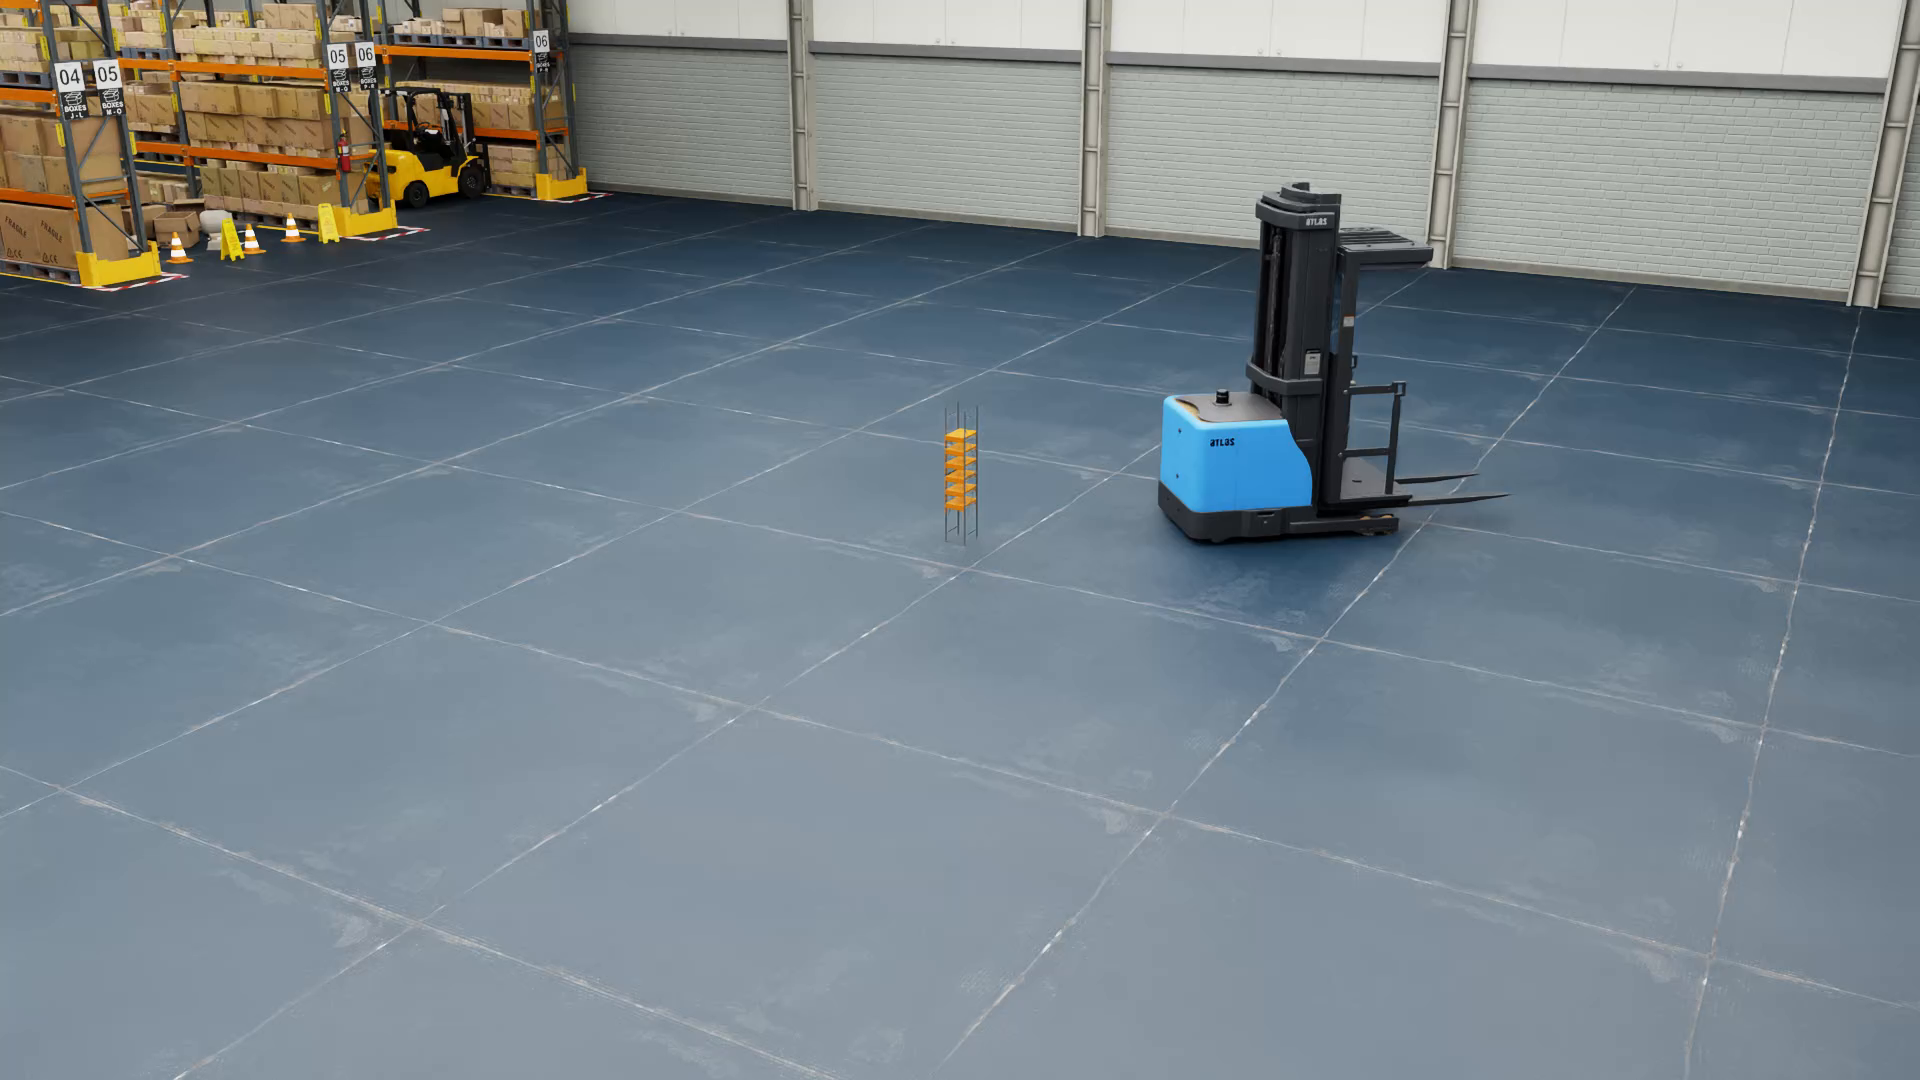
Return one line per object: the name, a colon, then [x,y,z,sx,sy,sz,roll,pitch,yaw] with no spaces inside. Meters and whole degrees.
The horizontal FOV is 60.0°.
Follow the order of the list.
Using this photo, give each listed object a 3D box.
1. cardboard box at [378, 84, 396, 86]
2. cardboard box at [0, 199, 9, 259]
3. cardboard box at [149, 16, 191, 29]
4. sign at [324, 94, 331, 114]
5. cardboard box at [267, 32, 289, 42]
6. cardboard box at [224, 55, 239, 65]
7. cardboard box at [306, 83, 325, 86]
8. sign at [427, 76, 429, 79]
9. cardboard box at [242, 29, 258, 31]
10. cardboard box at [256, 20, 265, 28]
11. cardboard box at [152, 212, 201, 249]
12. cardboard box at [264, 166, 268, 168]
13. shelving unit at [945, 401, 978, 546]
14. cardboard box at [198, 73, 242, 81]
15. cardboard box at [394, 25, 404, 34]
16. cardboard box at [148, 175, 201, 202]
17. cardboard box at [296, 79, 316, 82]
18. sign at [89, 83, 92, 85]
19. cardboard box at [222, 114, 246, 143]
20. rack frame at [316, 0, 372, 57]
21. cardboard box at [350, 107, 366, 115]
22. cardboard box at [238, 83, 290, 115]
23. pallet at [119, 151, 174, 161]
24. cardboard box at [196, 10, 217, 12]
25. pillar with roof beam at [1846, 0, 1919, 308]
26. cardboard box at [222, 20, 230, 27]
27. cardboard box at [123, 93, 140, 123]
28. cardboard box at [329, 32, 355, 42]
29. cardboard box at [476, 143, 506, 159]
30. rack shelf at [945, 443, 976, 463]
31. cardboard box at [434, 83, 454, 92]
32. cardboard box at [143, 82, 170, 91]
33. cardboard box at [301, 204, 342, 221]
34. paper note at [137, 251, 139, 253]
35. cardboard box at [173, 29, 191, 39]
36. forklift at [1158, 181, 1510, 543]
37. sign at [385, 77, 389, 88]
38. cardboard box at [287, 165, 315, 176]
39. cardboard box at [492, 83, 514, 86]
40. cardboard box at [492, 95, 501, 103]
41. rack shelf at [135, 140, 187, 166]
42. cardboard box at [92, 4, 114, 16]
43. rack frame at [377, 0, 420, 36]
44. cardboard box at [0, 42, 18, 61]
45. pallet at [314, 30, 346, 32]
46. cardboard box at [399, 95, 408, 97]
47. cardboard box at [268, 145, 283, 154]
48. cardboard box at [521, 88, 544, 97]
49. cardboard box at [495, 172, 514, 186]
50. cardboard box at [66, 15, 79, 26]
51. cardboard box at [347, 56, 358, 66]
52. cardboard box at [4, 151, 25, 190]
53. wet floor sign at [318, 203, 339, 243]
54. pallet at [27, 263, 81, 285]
cardboard box: [-12.135,-9.583,35.287,0.250,0.149,0.380,11,23,27]
cardboard box: [-14.946,-4.963,26.147,0.875,0.875,0.875,11,23,28]
cardboard box: [-14.679,-9.597,30.895,0.500,0.250,0.500,10,22,26]
sign: [-10.720,-7.394,28.190,0.005,0.325,0.100,11,23,27]
cardboard box: [-11.716,-8.690,28.724,0.250,0.149,0.380,11,23,27]
cardboard box: [-12.689,-8.455,29.245,0.250,0.149,0.380,10,22,26]
cardboard box: [-13.732,-9.672,35.532,0.250,0.149,0.380,11,23,28]
sign: [-11.237,-9.617,35.092,0.005,0.325,0.100,11,23,27]
cardboard box: [-12.624,-9.039,29.685,0.250,0.149,0.380,10,22,26]
cardboard box: [-14.842,-11.068,35.661,0.250,0.166,0.380,11,23,27]
cardboard box: [-13.200,-5.228,28.041,0.637,0.503,0.797,-4,20,-10]
cardboard box: [-12.386,-6.599,30.475,0.500,0.500,0.500,12,23,30]
shelving unit: [0.013,-0.562,14.154,0.189,1.200,0.258,11,23,27]
cardboard box: [-16.514,-10.135,37.138,0.637,0.503,0.797,10,22,26]
cardboard box: [-11.263,-10.378,33.784,0.250,0.149,0.380,11,23,28]
cardboard box: [-15.013,-6.696,31.663,0.625,0.372,0.950,12,23,31]
cardboard box: [-14.333,-10.020,36.491,0.250,0.149,0.380,11,23,29]
sign: [-17.160,-8.864,32.821,0.005,0.325,0.100,11,23,27]
cardboard box: [-12.794,-7.395,29.771,0.500,0.500,0.500,11,22,27]
rack frame: [-10.432,-9.684,27.864,0.127,3.000,1.000,11,23,27]
cardboard box: [-12.516,-9.024,35.064,0.500,0.250,0.500,11,22,27]
cardboard box: [-12.286,-7.805,29.434,0.500,0.500,0.700,11,22,27]
pallet: [-19.090,-9.141,39.255,1.213,0.211,1.003,11,23,27]
cardboard box: [-16.814,-11.750,37.129,0.250,0.149,0.380,11,23,29]
pillar with roof beam: [10.670,-6.273,18.463,0.400,9.000,9.100,11,23,27]
cardboard box: [-15.859,-11.287,36.318,0.250,0.149,0.380,11,23,28]
cardboard box: [-15.320,-8.091,31.073,0.500,0.500,0.500,12,23,29]
cardboard box: [-10.643,-8.650,28.613,0.250,0.149,0.380,11,22,27]
cardboard box: [-9.463,-7.864,33.597,0.500,0.250,0.500,11,23,28]
rack shelf: [0.013,-0.745,14.087,0.180,0.103,0.258,11,23,27]
cardboard box: [-10.459,-9.193,33.774,0.250,0.149,0.380,10,22,26]
cardboard box: [-15.161,-8.551,31.391,0.250,0.149,0.380,12,23,30]
cardboard box: [-11.290,-5.827,29.445,0.500,0.250,0.500,11,23,27]
paper note: [-13.575,-4.756,27.462,0.032,0.001,0.123,-11,23,-29]
cardboard box: [-13.808,-9.046,29.704,0.250,0.149,0.380,10,22,26]
forklift: [3.359,-1.586,14.439,3.031,2.935,1.130,-4,20,-11]
sign: [-11.763,-9.351,34.163,0.005,0.325,0.100,11,23,27]
cardboard box: [-11.612,-6.522,29.313,0.250,0.149,0.380,12,23,29]
cardboard box: [-9.285,-9.201,33.798,0.250,0.149,0.380,10,22,26]
cardboard box: [-9.099,-8.808,33.149,0.250,0.149,0.380,11,22,27]
rack shelf: [-15.670,-7.523,31.761,4.000,0.370,1.077,11,23,27]
cardboard box: [-19.496,-12.146,38.102,0.500,0.250,0.500,10,22,26]
rack frame: [-11.507,-11.827,33.774,0.127,3.000,1.000,11,23,27]
cardboard box: [-13.758,-7.179,24.378,0.500,0.250,0.500,11,23,27]
pallet: [-13.385,-10.722,35.403,1.213,0.211,1.003,12,23,30]
cardboard box: [-11.357,-9.228,34.307,0.250,0.149,0.380,10,22,26]
cardboard box: [-12.014,-6.936,29.455,0.250,0.149,0.380,11,22,27]
cardboard box: [-8.430,-8.830,32.776,0.250,0.149,0.380,11,23,27]
cardboard box: [-9.008,-7.316,33.552,0.500,0.250,0.500,11,23,27]
cardboard box: [-20.371,-12.080,38.654,0.500,0.250,0.500,10,22,26]
cardboard box: [-10.563,-8.307,28.837,0.250,0.149,0.380,11,23,27]
cardboard box: [-14.022,-5.707,25.480,0.550,0.550,0.875,11,23,27]
wet floor sign: [-10.788,-5.407,28.324,0.267,0.644,0.232,-16,26,-38]
pallet: [-13.494,-4.172,25.556,1.213,0.211,1.003,11,23,27]
